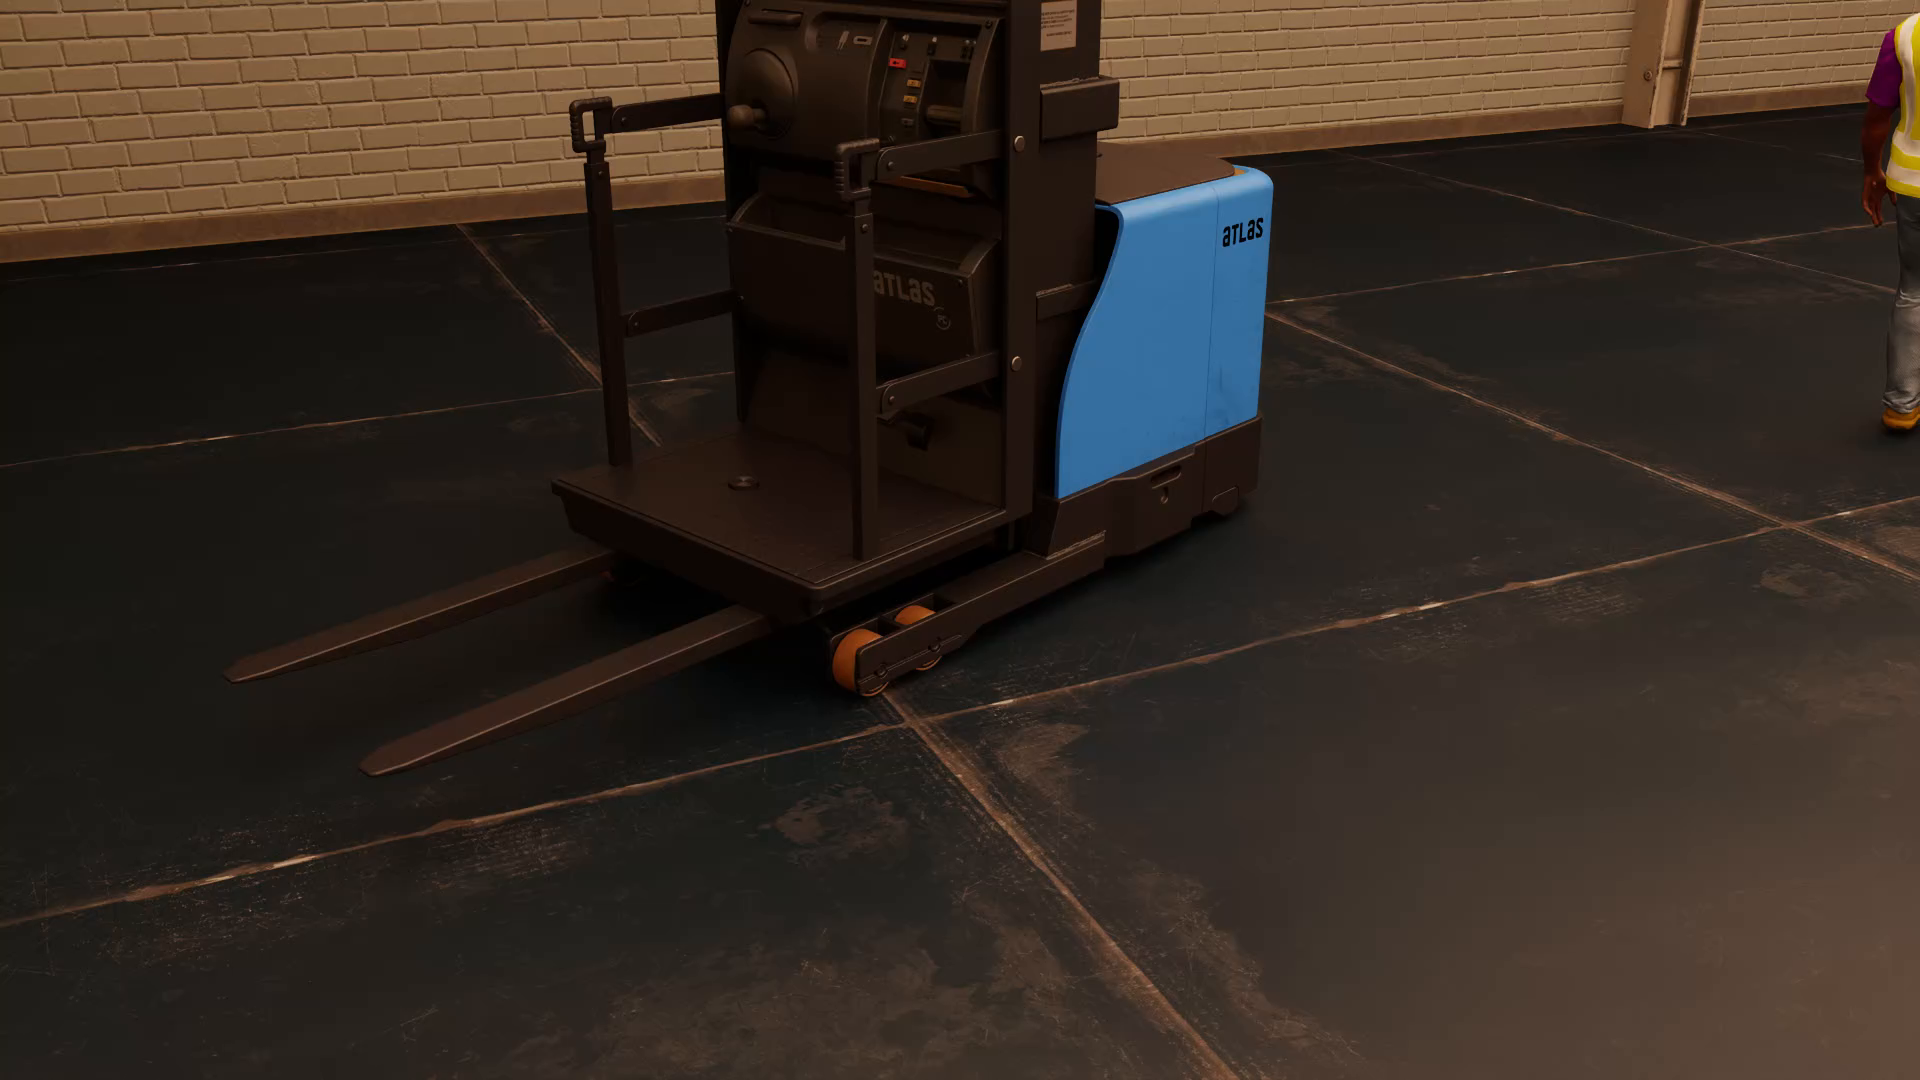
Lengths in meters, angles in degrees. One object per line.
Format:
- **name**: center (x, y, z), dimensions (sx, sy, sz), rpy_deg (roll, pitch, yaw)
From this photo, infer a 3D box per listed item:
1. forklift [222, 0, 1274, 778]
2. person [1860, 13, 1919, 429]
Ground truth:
- **forklift**: center (-0.413, -1.182, 4.131), dimensions (1.130, 2.935, 3.031), rpy_deg (19, 29, 39)
- **person**: center (3.453, -1.215, 5.710), dimensions (0.589, 1.762, 0.665), rpy_deg (-17, 28, -35)
